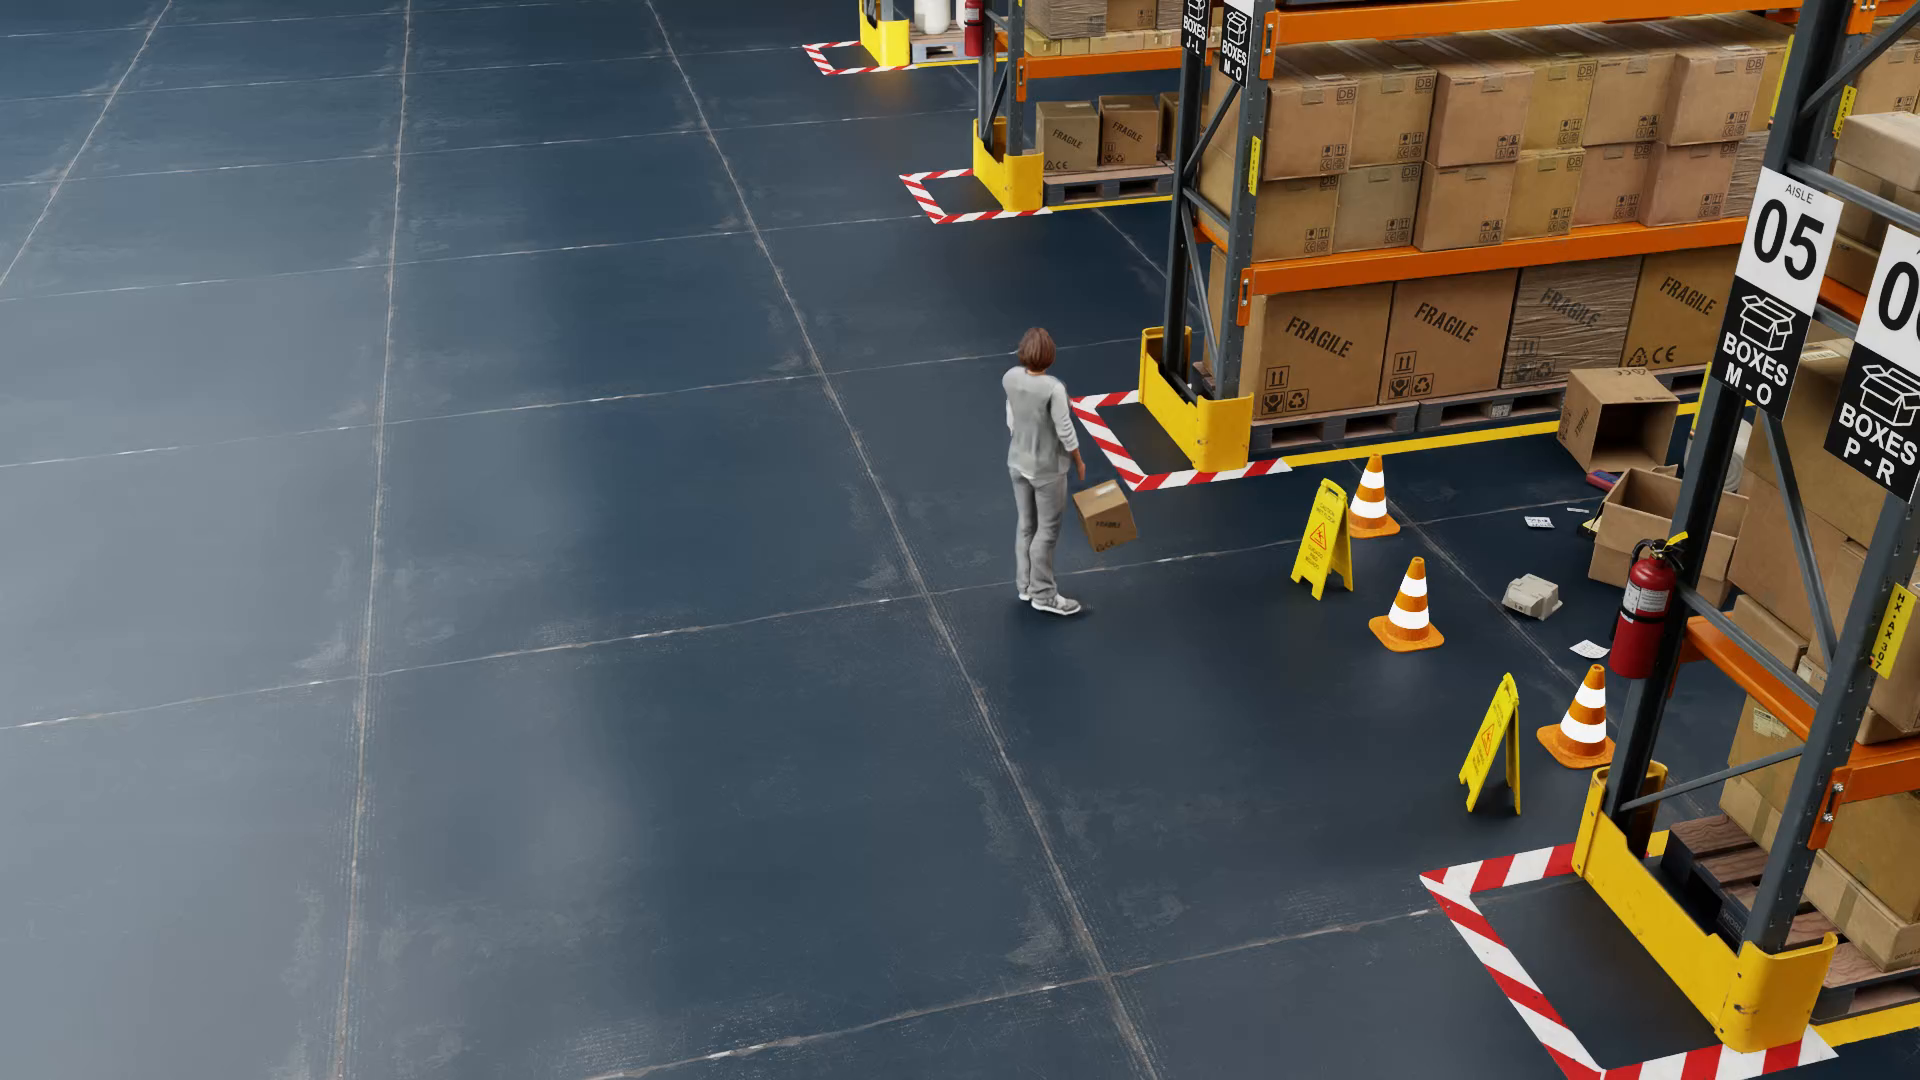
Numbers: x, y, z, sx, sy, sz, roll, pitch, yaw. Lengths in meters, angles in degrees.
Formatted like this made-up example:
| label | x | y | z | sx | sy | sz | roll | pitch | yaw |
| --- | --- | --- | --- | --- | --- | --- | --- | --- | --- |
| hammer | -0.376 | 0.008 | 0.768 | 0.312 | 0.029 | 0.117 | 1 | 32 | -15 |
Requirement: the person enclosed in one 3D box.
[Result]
| label | x | y | z | sx | sy | sz | roll | pitch | yaw |
| --- | --- | --- | --- | --- | --- | --- | --- | --- | --- |
| person | 0.463 | -0.379 | 8.850 | 0.517 | 1.605 | 0.343 | 26 | 40 | 37 |
